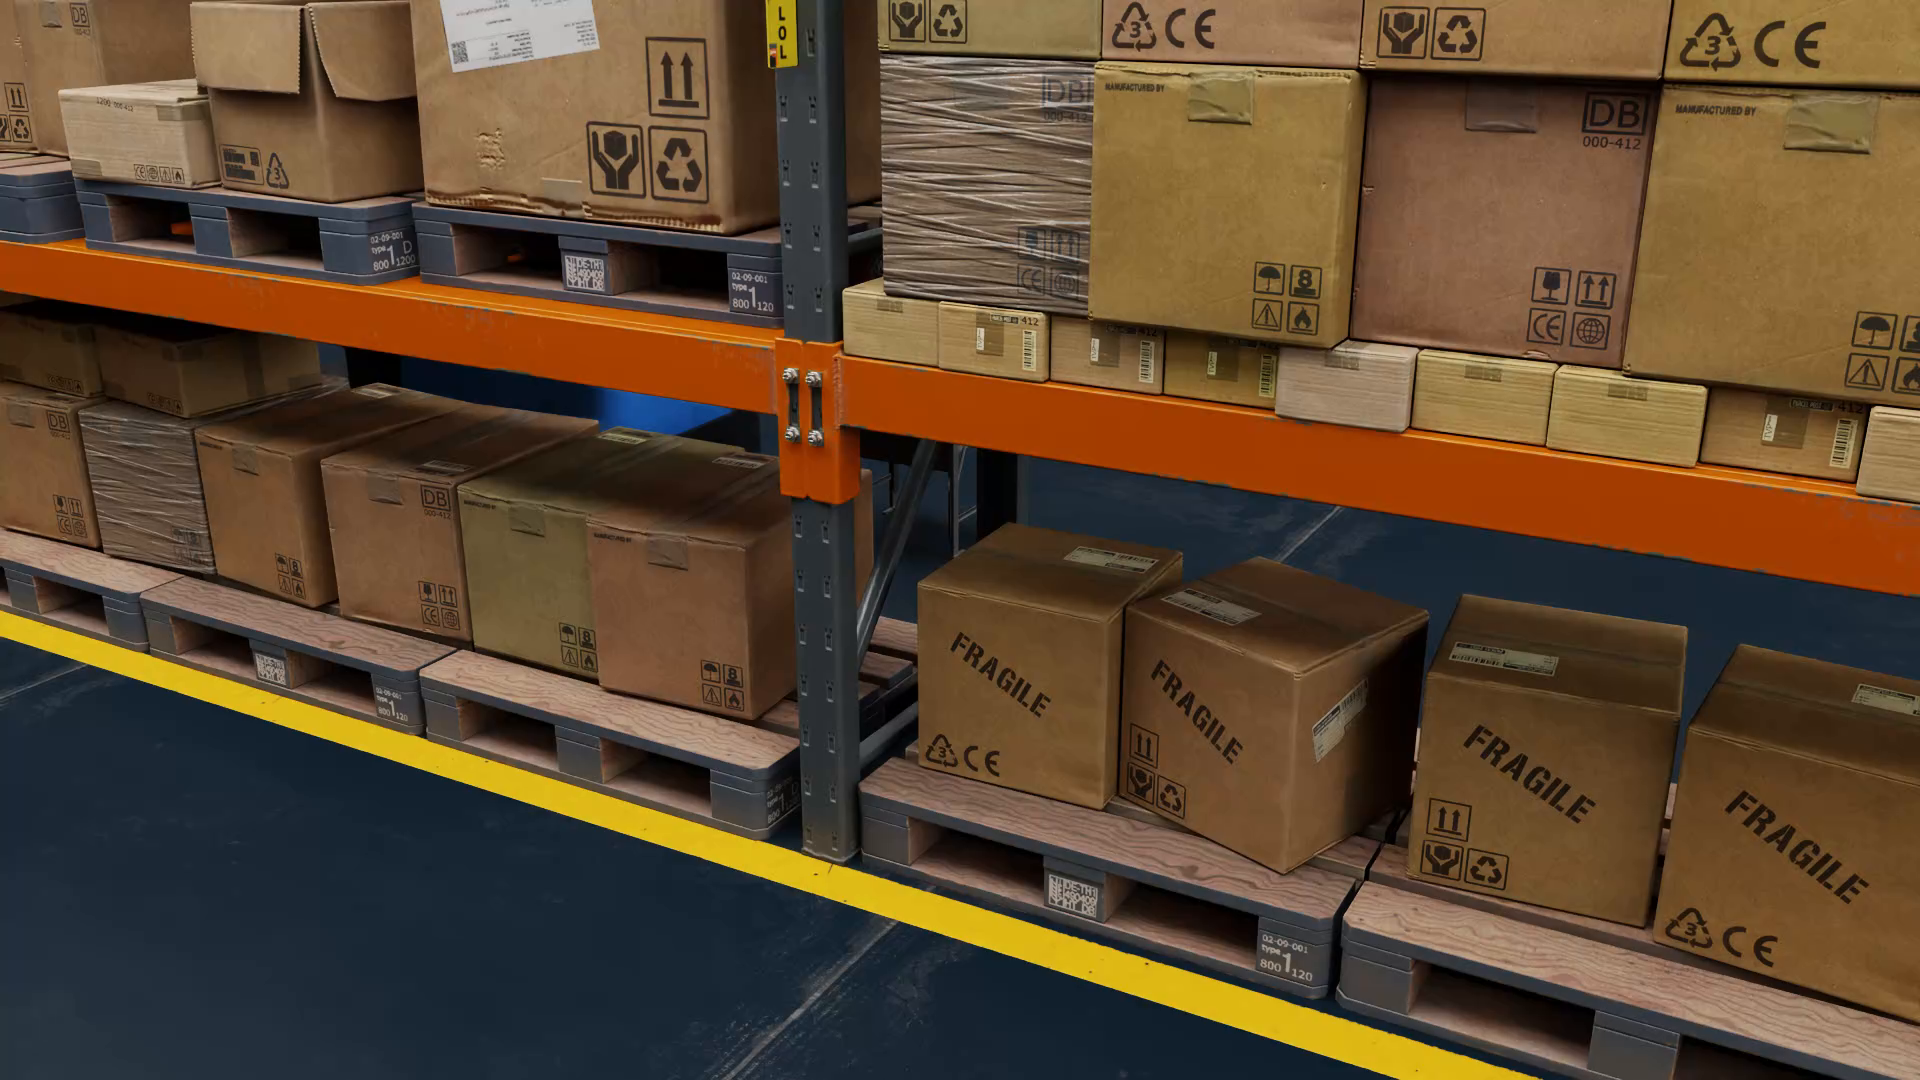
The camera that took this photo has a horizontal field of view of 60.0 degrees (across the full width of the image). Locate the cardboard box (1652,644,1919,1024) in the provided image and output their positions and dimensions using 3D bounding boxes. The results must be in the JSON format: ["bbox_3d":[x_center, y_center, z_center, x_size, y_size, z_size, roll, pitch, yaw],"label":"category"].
[{"bbox_3d":[1.779,0.578,3.423,0.500,0.500,0.500,13,24,32],"label":"cardboard box"}]

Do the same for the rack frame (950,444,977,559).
[{"bbox_3d":[0.069,-0.974,5.971,0.015,2.100,0.400,11,23,27],"label":"rack frame"}]

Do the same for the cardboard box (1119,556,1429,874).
[{"bbox_3d":[0.734,0.392,3.935,0.500,0.500,0.500,-17,26,-39],"label":"cardboard box"}]

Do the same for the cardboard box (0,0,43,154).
[{"bbox_3d":[-3.101,-1.589,5.584,0.500,0.500,0.500,8,21,21],"label":"cardboard box"}]

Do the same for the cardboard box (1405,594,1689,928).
[{"bbox_3d":[1.314,0.472,3.715,0.500,0.500,0.500,9,22,23],"label":"cardboard box"}]

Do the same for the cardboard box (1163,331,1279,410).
[{"bbox_3d":[0.608,-0.396,3.427,0.250,0.149,0.380,11,23,27],"label":"cardboard box"}]

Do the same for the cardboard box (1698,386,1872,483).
[{"bbox_3d":[1.498,-0.240,2.997,0.250,0.149,0.380,11,23,27],"label":"cardboard box"}]

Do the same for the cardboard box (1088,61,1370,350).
[{"bbox_3d":[0.682,-0.757,3.470,0.500,0.500,0.875,11,23,27],"label":"cardboard box"}]

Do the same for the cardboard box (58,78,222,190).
[{"bbox_3d":[-2.241,-1.202,4.884,0.500,0.250,0.500,10,22,26],"label":"cardboard box"}]

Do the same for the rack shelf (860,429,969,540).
[{"bbox_3d":[-0.145,-0.344,6.326,0.480,0.518,0.431,11,23,27],"label":"rack shelf"}]

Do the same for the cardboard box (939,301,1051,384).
[{"bbox_3d":[0.153,-0.468,3.625,0.250,0.149,0.380,11,23,27],"label":"cardboard box"}]

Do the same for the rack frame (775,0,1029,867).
[{"bbox_3d":[-0.100,-0.757,4.053,0.127,3.000,1.000,11,23,27],"label":"rack frame"}]

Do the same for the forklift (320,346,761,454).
[{"bbox_3d":[-2.411,-1.764,6.930,3.031,2.935,1.130,10,22,25],"label":"forklift"}]

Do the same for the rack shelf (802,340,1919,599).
[{"bbox_3d":[1.646,-0.086,3.259,4.000,0.370,1.077,11,23,27],"label":"rack shelf"}]

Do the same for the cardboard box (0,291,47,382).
[{"bbox_3d":[-4.184,-0.742,6.511,0.875,0.875,1.225,10,22,25],"label":"cardboard box"}]

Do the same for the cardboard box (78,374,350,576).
[{"bbox_3d":[-2.507,-0.260,5.704,0.500,0.500,0.700,9,22,23],"label":"cardboard box"}]

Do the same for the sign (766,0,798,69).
[{"bbox_3d":[-0.367,-1.135,3.399,0.005,0.325,0.100,11,23,27],"label":"sign"}]

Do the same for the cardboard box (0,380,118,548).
[{"bbox_3d":[-2.997,-0.348,5.947,0.500,0.500,0.700,10,22,24],"label":"cardboard box"}]

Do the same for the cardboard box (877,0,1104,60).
[{"bbox_3d":[0.169,-1.263,3.400,0.500,0.500,0.500,11,23,27],"label":"cardboard box"}]

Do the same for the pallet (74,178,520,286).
[{"bbox_3d":[-1.844,-1.015,5.046,1.213,0.211,1.003,11,23,27],"label":"pallet"}]

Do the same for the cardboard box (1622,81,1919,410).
[{"bbox_3d":[1.584,-0.608,3.061,0.500,0.500,0.875,11,23,27],"label":"cardboard box"}]

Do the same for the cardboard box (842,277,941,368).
[{"bbox_3d":[-0.059,-0.514,3.751,0.250,0.149,0.380,11,23,27],"label":"cardboard box"}]

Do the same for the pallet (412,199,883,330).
[{"bbox_3d":[-0.696,-0.837,4.556,1.213,0.211,1.003,11,23,27],"label":"pallet"}]

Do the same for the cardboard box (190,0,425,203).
[{"bbox_3d":[-1.658,-1.264,4.683,0.637,0.503,0.797,13,24,33],"label":"cardboard box"}]

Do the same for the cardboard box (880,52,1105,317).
[{"bbox_3d":[0.263,-0.851,3.728,0.500,0.500,0.875,11,23,27],"label":"cardboard box"}]

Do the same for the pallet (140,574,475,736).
[{"bbox_3d":[-1.849,0.222,5.443,1.213,0.211,1.003,11,23,27],"label":"pallet"}]

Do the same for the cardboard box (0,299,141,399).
[{"bbox_3d":[-2.992,-0.704,5.828,0.500,0.250,0.500,12,23,29],"label":"cardboard box"}]

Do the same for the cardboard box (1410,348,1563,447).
[{"bbox_3d":[1.044,-0.313,3.198,0.250,0.149,0.380,11,23,27],"label":"cardboard box"}]

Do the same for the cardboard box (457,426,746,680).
[{"bbox_3d":[-1.033,0.018,4.938,0.500,0.500,0.700,11,22,27],"label":"cardboard box"}]

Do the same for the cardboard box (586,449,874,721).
[{"bbox_3d":[-0.625,0.103,4.704,0.500,0.500,0.700,9,22,23],"label":"cardboard box"}]

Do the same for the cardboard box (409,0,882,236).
[{"bbox_3d":[-0.725,-1.410,4.358,1.000,1.000,1.000,11,23,28],"label":"cardboard box"}]

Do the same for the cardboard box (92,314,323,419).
[{"bbox_3d":[-2.524,-0.619,5.593,0.500,0.250,0.500,14,24,33],"label":"cardboard box"}]

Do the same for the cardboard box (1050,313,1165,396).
[{"bbox_3d":[0.385,-0.435,3.533,0.250,0.149,0.380,11,23,27],"label":"cardboard box"}]

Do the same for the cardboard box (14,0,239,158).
[{"bbox_3d":[-2.565,-1.526,5.410,0.500,0.500,0.700,15,25,35],"label":"cardboard box"}]

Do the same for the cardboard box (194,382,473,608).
[{"bbox_3d":[-2.008,-0.168,5.449,0.500,0.500,0.700,13,24,32],"label":"cardboard box"}]

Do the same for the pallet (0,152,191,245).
[{"bbox_3d":[-2.918,-1.245,5.680,1.003,0.211,1.213,11,23,27],"label":"pallet"}]

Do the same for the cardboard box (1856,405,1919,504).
[{"bbox_3d":[1.682,-0.178,2.825,0.250,0.149,0.380,11,23,27],"label":"cardboard box"}]

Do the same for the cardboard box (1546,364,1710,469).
[{"bbox_3d":[1.257,-0.268,3.074,0.250,0.149,0.380,11,23,27],"label":"cardboard box"}]

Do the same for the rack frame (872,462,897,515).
[{"bbox_3d":[-0.358,-1.055,6.195,0.015,2.100,0.400,11,23,27],"label":"rack frame"}]

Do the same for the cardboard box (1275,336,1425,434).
[{"bbox_3d":[0.806,-0.342,3.278,0.250,0.149,0.380,11,23,27],"label":"cardboard box"}]

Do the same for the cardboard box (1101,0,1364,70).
[{"bbox_3d":[0.606,-1.181,3.172,0.500,0.500,0.500,11,23,27],"label":"cardboard box"}]

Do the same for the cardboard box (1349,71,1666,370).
[{"bbox_3d":[1.168,-0.704,3.324,0.500,0.500,0.875,11,23,27],"label":"cardboard box"}]

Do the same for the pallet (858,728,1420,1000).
[{"bbox_3d":[0.504,0.655,4.250,1.213,0.211,1.003,11,23,27],"label":"pallet"}]

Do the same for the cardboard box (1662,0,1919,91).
[{"bbox_3d":[1.484,-1.018,2.722,0.500,0.500,0.500,11,23,27],"label":"cardboard box"}]

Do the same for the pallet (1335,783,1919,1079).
[{"bbox_3d":[1.573,0.858,3.691,1.213,0.211,1.003,11,23,27],"label":"pallet"}]

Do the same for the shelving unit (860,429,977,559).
[{"bbox_3d":[-0.145,-1.015,6.083,0.503,2.100,0.431,11,23,27],"label":"shelving unit"}]

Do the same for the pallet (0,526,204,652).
[{"bbox_3d":[-2.910,0.019,6.003,1.213,0.211,1.003,11,23,27],"label":"pallet"}]

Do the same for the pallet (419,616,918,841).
[{"bbox_3d":[-0.780,0.425,4.884,1.213,0.211,1.003,11,23,27],"label":"pallet"}]

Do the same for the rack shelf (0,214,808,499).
[{"bbox_3d":[-1.846,-0.751,5.093,4.000,0.370,1.077,11,23,27],"label":"rack shelf"}]

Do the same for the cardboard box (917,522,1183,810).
[{"bbox_3d":[0.230,0.299,4.192,0.500,0.500,0.500,10,22,26],"label":"cardboard box"}]

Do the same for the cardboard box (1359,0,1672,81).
[{"bbox_3d":[1.043,-1.097,2.942,0.500,0.500,0.500,11,23,27],"label":"cardboard box"}]

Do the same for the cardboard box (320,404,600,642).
[{"bbox_3d":[-1.521,-0.075,5.194,0.500,0.500,0.700,9,22,23],"label":"cardboard box"}]
